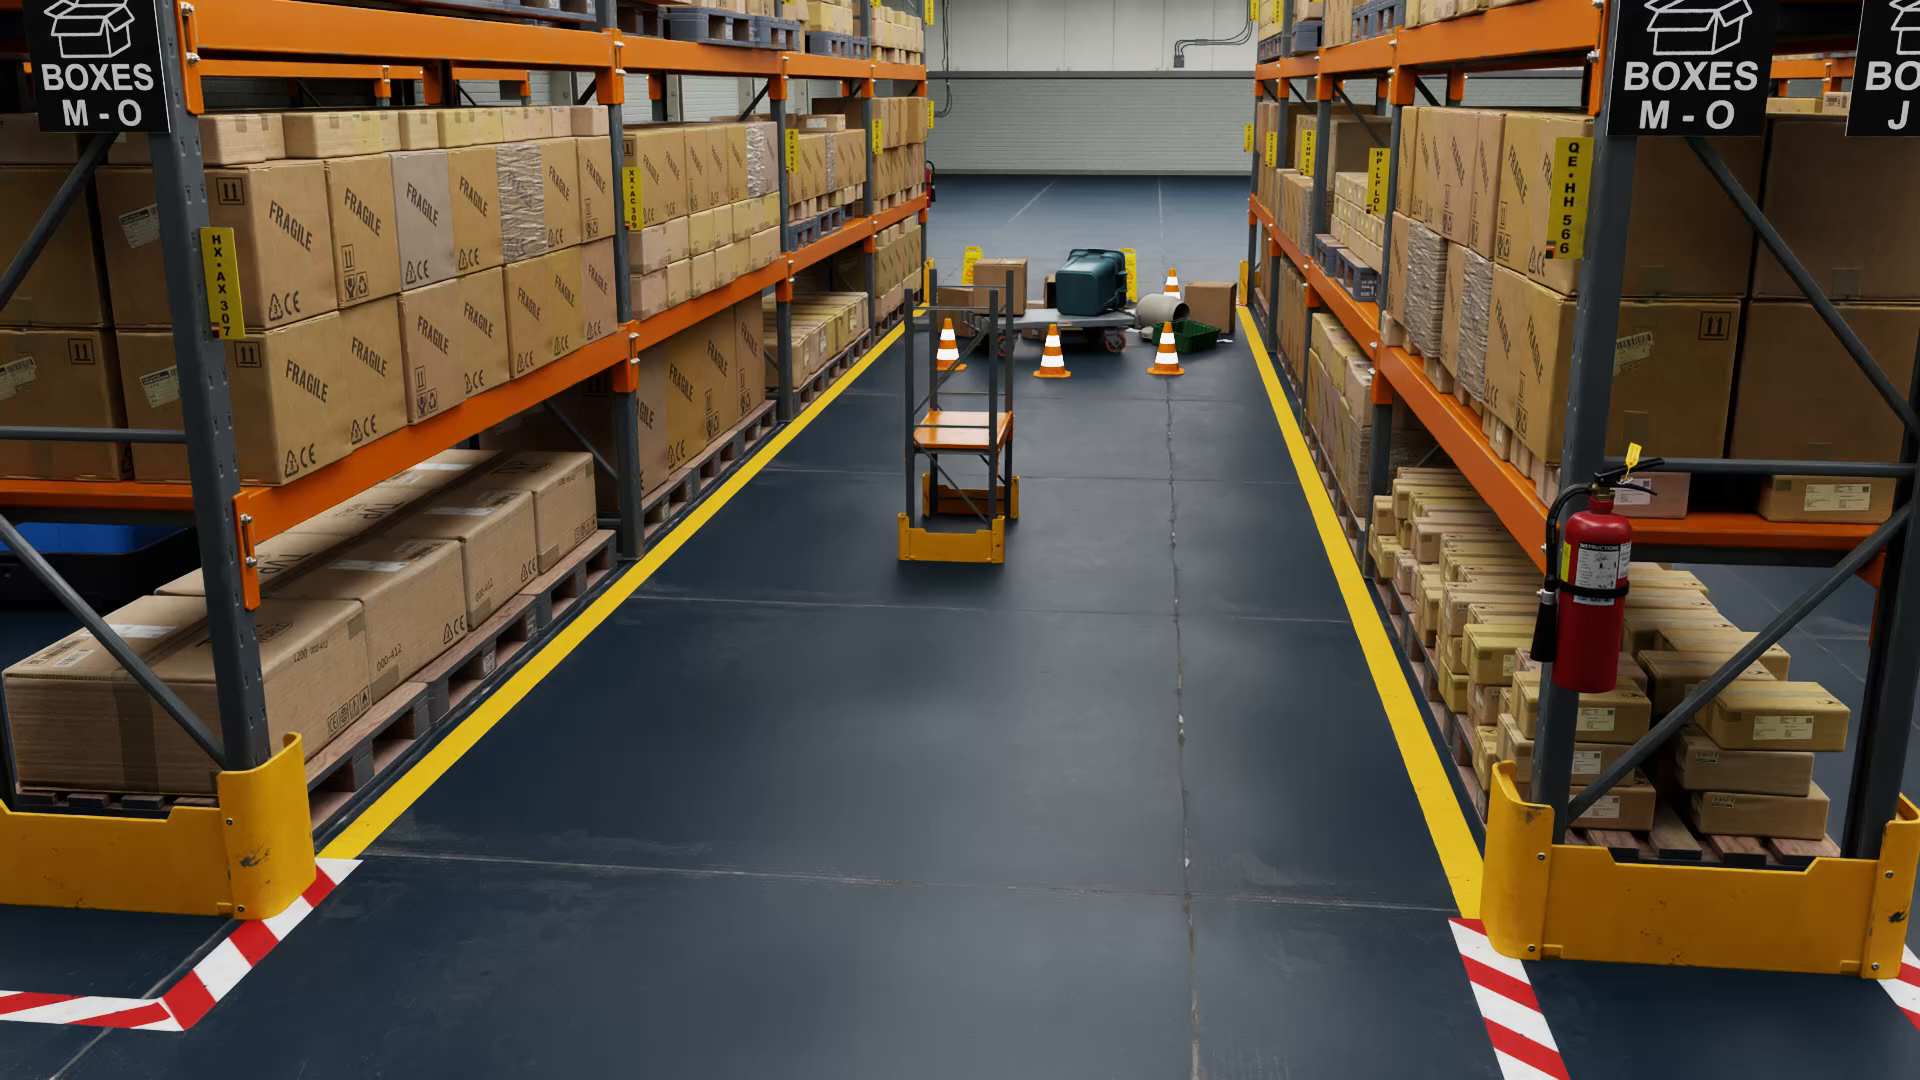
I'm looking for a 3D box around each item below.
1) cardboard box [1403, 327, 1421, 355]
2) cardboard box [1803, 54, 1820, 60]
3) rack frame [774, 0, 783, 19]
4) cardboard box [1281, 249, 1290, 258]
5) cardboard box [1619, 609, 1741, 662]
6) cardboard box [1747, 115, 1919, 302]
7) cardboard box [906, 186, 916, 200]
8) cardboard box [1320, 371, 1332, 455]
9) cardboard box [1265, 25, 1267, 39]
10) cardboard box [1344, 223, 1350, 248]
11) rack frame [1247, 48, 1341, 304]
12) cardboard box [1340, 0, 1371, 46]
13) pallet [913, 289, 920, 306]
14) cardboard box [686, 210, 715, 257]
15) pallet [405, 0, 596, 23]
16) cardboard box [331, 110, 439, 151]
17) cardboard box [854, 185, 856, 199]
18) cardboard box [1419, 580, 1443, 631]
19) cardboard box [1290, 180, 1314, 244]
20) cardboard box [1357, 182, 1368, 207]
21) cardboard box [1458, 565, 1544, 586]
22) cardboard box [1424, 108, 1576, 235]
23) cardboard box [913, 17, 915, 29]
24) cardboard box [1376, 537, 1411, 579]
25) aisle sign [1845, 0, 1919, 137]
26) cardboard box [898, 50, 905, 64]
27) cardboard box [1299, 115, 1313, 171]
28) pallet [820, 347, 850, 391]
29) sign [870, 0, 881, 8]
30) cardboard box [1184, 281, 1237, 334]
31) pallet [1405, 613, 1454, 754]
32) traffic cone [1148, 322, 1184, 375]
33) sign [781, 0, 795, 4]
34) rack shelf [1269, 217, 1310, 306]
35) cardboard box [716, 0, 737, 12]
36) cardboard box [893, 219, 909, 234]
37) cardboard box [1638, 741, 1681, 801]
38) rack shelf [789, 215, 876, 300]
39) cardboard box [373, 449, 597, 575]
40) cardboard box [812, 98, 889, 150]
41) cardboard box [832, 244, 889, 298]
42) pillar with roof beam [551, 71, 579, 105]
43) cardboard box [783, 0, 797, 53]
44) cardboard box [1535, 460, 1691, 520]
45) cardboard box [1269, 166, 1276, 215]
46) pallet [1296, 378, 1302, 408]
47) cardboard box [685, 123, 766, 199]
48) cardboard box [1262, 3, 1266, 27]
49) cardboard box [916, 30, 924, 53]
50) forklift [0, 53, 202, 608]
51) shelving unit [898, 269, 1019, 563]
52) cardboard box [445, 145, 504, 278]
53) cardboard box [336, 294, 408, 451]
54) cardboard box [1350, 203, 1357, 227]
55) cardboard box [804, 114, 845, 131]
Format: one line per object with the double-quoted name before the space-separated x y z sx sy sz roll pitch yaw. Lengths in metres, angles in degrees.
"cardboard box" 2.347 -0.980 8.020 0.380 0.149 0.250 2 15 8
"cardboard box" 8.271 -4.638 15.609 0.500 0.250 0.500 2 15 8
"rack frame" -1.819 -5.287 11.975 1.000 3.000 0.127 2 15 6
"cardboard box" 3.703 -2.647 16.970 0.875 0.875 0.875 2 15 7
"cardboard box" 2.618 0.361 6.100 0.380 0.149 0.250 1 15 4
"cardboard box" 2.523 -0.980 4.862 0.500 0.500 0.500 2 15 6
"cardboard box" -0.713 -4.039 19.333 0.380 0.149 0.250 2 15 7
"cardboard box" 2.671 -0.828 10.961 0.500 0.500 0.500 1 15 5
"cardboard box" 3.514 -5.517 18.058 0.380 0.149 0.250 2 15 6
"cardboard box" 2.771 -2.033 11.111 0.380 0.149 0.250 2 15 9
"rack frame" 4.014 -4.346 19.989 1.000 3.000 0.127 2 15 6
"cardboard box" 2.682 -3.368 10.432 0.500 0.500 0.500 2 15 6
"pallet" -1.051 -2.890 19.947 1.003 0.211 1.213 2 15 6
"cardboard box" -1.826 -1.894 10.251 0.500 0.250 0.500 2 15 7
"pallet" -2.373 -2.547 7.758 1.003 0.211 1.213 2 15 6
"cardboard box" -2.245 -1.580 6.409 0.380 0.149 0.250 2 15 7
"cardboard box" -1.198 -3.300 15.798 0.380 0.149 0.250 1 15 5
"cardboard box" 2.138 0.280 6.966 0.380 0.149 0.250 2 15 7
"cardboard box" 3.009 -2.703 13.722 0.500 0.500 0.500 1 15 5
"cardboard box" 2.720 -2.185 10.533 0.380 0.149 0.250 2 15 8
"cardboard box" 2.212 0.209 6.660 0.380 0.149 0.250 1 15 4
"cardboard box" 2.236 -1.534 6.911 0.500 0.500 0.500 2 15 7
"cardboard box" -0.728 -6.015 19.369 0.380 0.149 0.250 2 15 7
"cardboard box" 2.269 0.094 8.227 0.380 0.149 0.250 2 15 8
"aisle sign" 2.498 -1.424 4.200 0.394 0.787 0.004 2 15 6
"cardboard box" -0.807 -5.292 18.222 0.380 0.149 0.250 2 15 6
"cardboard box" 3.456 -3.577 15.038 0.700 0.500 0.500 1 15 5
"pallet" -1.589 -1.563 15.038 1.003 0.211 1.213 2 15 6
"sign" -0.815 -5.301 16.027 0.100 0.325 0.005 2 15 6
"cardboard box" 2.718 -2.536 18.079 0.500 0.500 0.500 4 16 16
"pallet" 2.484 0.605 7.021 1.003 0.211 1.213 2 15 6
"traffic cone" 1.911 -1.781 15.362 0.336 0.463 0.334 2 15 6
"sign" -1.268 -4.108 12.220 0.100 0.325 0.005 2 15 6
"rack shelf" 3.337 -2.443 14.328 1.077 0.370 4.000 2 15 6
"cardboard box" -1.729 -3.624 10.576 0.500 0.500 0.500 2 15 7
"cardboard box" -0.785 -3.570 18.903 0.380 0.149 0.250 2 15 9
"cardboard box" 2.534 0.780 5.687 0.380 0.149 0.250 2 15 6
"rack shelf" -1.593 -2.562 14.770 1.077 0.370 4.000 2 15 6
"cardboard box" -2.447 -0.160 8.610 0.875 0.438 0.875 1 15 5
"cardboard box" -1.102 -4.211 16.811 0.700 0.500 0.500 2 15 6
"cardboard box" -1.032 -2.811 17.337 0.500 0.500 0.500 2 15 9
"pillar with roof beam" -1.868 -8.782 24.902 9.100 9.000 0.400 2 15 6
"cardboard box" -1.702 -4.133 13.261 0.700 0.500 0.500 2 15 6
"cardboard box" 1.964 -0.168 5.019 0.380 0.149 0.250 2 15 6
"cardboard box" 3.632 -3.621 17.018 0.875 0.550 0.550 2 15 6
"pallet" 3.275 -1.128 13.428 1.003 0.211 1.213 2 15 6
"cardboard box" -1.667 -2.647 11.597 0.500 0.500 0.500 2 15 7
"cardboard box" 3.648 -5.867 18.588 0.500 0.250 0.500 2 15 6
"cardboard box" -0.706 -5.844 19.500 0.500 0.250 0.500 2 15 6
"forklift" -5.550 -1.211 8.525 3.031 2.935 1.130 1 15 5
"shelving unit" 0.009 -0.744 9.539 0.587 1.500 1.083 2 15 6
"cardboard box" -2.227 -1.360 6.840 0.500 0.500 0.500 2 15 6
"cardboard box" -2.353 -0.612 5.989 0.500 0.500 0.500 1 15 5
"cardboard box" 2.745 -2.107 10.815 0.380 0.149 0.250 2 15 6
"cardboard box" -1.260 -3.831 15.273 0.380 0.149 0.250 1 15 5
